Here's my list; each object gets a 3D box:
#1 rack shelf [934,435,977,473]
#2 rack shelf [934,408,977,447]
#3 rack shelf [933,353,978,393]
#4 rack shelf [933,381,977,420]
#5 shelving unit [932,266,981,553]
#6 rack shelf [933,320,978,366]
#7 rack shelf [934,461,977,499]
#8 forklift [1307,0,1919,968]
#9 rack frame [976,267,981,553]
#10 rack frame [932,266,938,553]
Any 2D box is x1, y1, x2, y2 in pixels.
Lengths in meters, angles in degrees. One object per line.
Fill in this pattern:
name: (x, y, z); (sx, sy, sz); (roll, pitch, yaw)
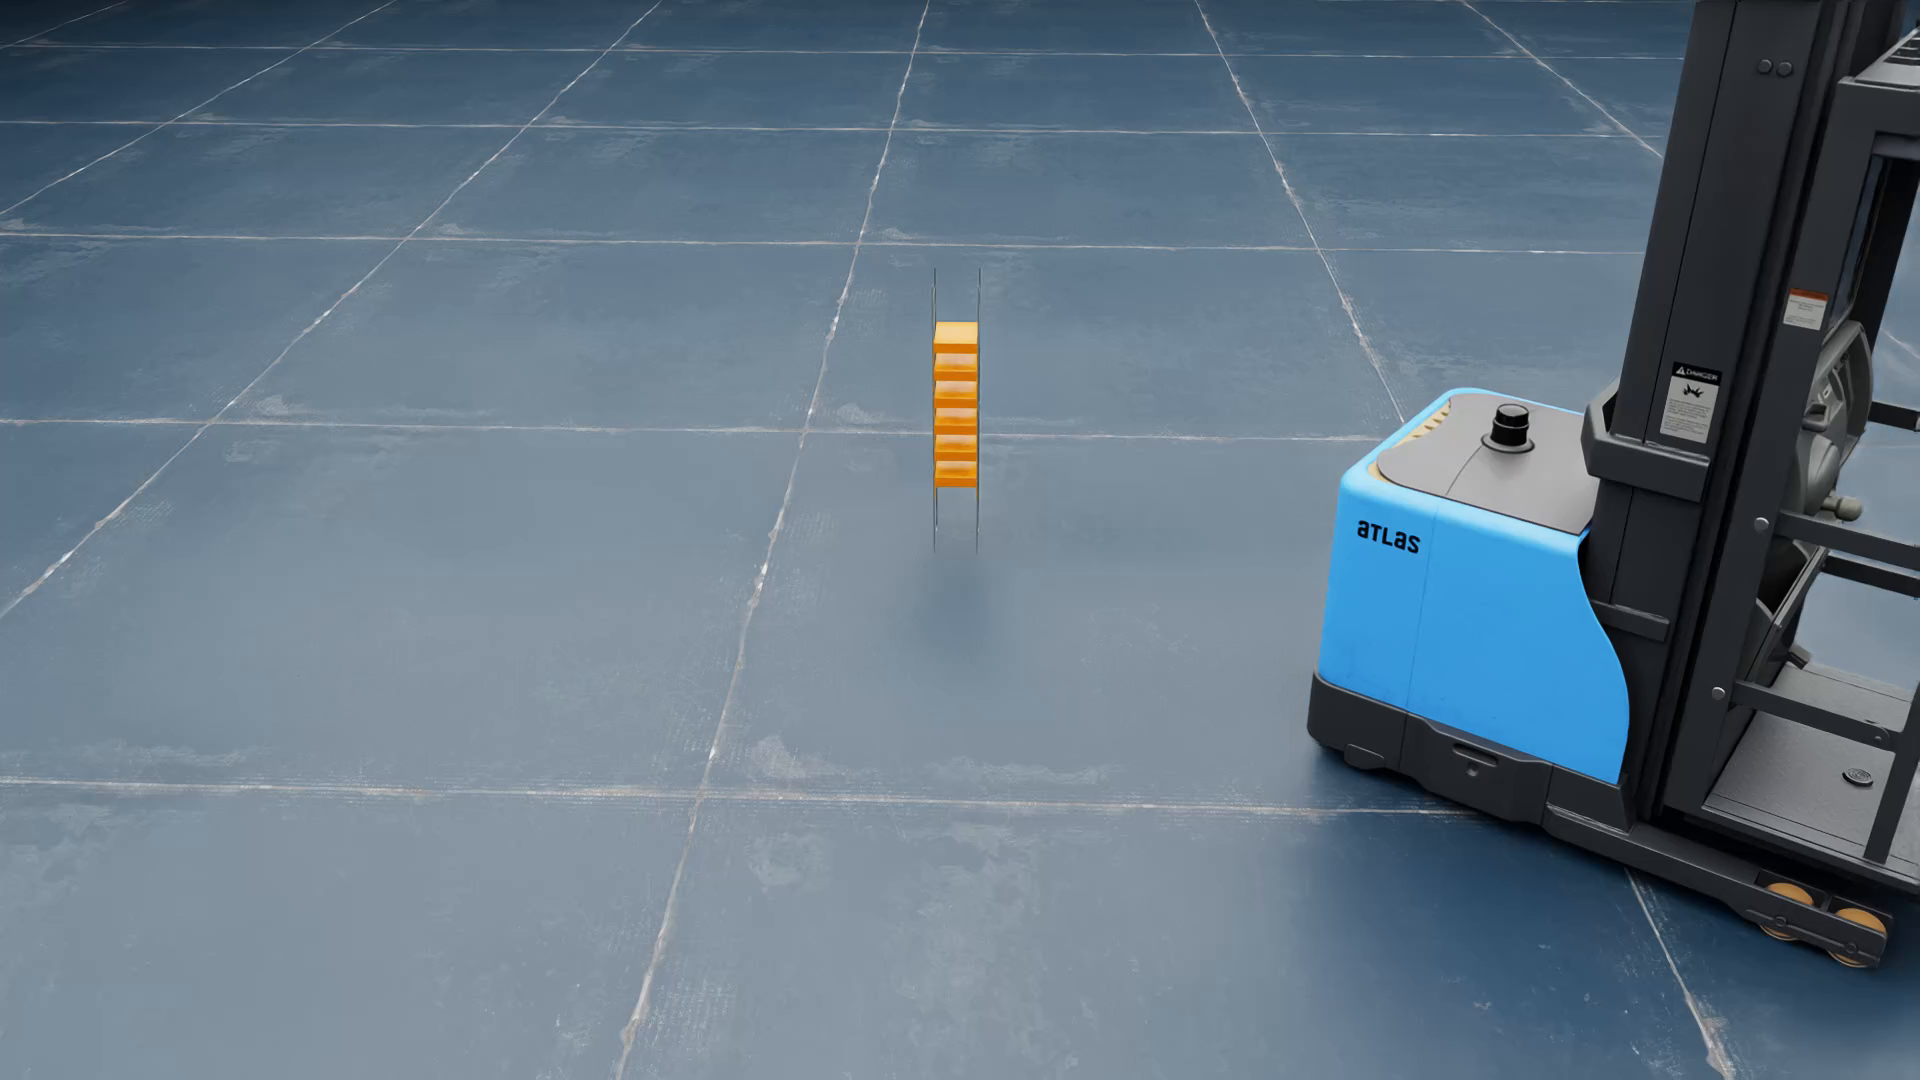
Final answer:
rack shelf: (-0.014, -0.385, 7.046); (0.180, 0.103, 0.258); (1, 28, 2)
rack shelf: (-0.014, -0.491, 6.990); (0.180, 0.103, 0.258); (1, 28, 2)
rack shelf: (-0.014, -0.703, 6.878); (0.180, 0.103, 0.258); (1, 28, 2)
rack shelf: (-0.014, -0.597, 6.934); (0.180, 0.103, 0.258); (1, 28, 2)
shelving unit: (-0.014, -0.530, 6.969); (0.189, 1.200, 0.258); (1, 28, 2)
rack shelf: (-0.014, -0.809, 6.822); (0.180, 0.103, 0.258); (1, 28, 2)
rack shelf: (-0.014, -0.279, 7.103); (0.180, 0.103, 0.258); (1, 28, 2)
forklift: (2.702, -0.324, 4.732); (3.031, 2.935, 1.130); (19, 34, 32)
rack frame: (0.077, -0.529, 6.967); (0.006, 1.200, 0.240); (1, 28, 2)
rack frame: (-0.106, -0.532, 6.972); (0.006, 1.200, 0.240); (1, 28, 2)
